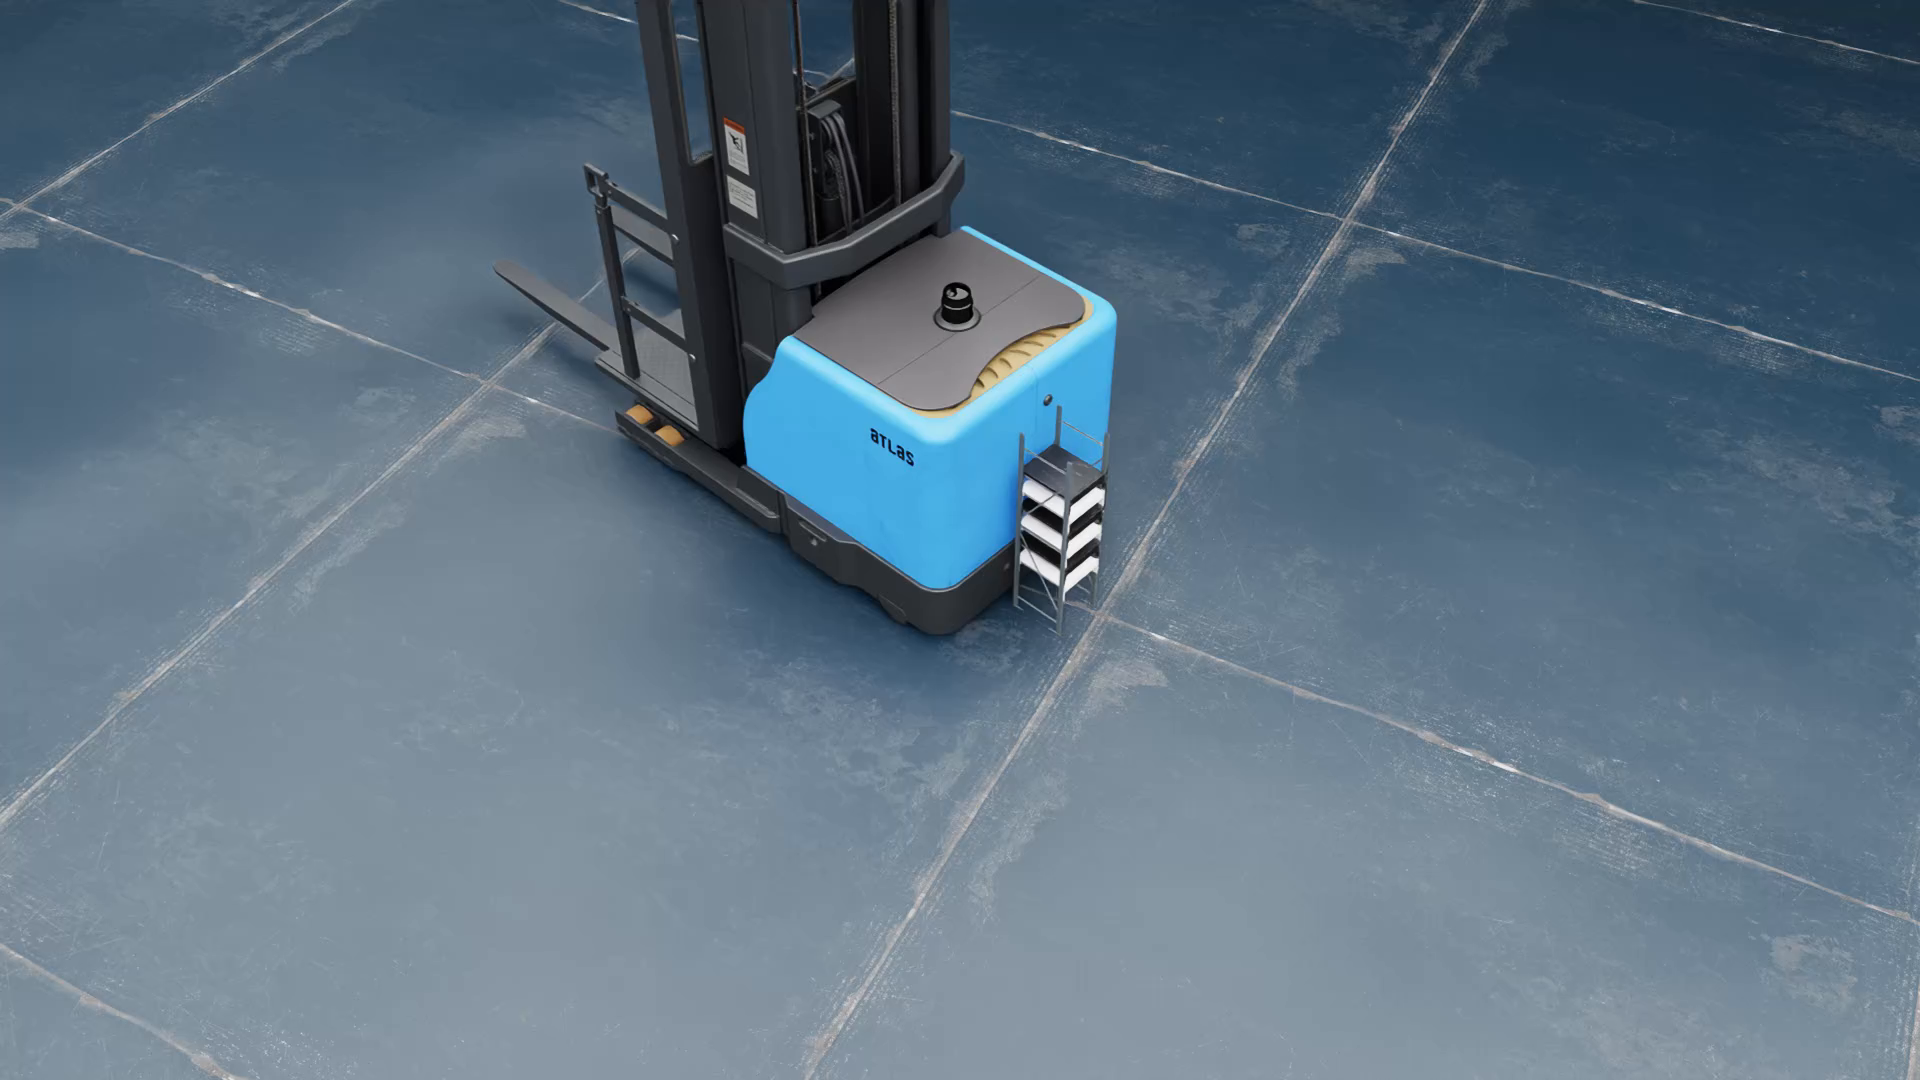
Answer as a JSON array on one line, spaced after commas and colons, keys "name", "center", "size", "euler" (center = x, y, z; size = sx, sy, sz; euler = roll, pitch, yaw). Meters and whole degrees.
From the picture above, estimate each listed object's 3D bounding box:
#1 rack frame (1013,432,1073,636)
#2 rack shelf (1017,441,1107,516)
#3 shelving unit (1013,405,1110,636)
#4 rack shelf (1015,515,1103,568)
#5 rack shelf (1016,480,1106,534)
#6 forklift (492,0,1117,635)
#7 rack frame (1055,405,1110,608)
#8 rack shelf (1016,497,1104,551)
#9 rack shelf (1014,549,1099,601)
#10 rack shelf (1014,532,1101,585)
[{"name": "rack frame", "center": [0.298, -0.005, 6.121], "size": [0.240, 0.900, 0.006], "euler": [33, 54, 28]}, {"name": "rack shelf", "center": [0.368, -0.224, 6.005], "size": [0.258, 0.077, 0.200], "euler": [33, 54, 28]}, {"name": "shelving unit", "center": [0.367, -0.058, 6.174], "size": [0.258, 0.900, 0.210], "euler": [33, 54, 28]}, {"name": "rack shelf", "center": [0.367, -0.035, 6.198], "size": [0.258, 0.077, 0.200], "euler": [33, 54, 28]}, {"name": "rack shelf", "center": [0.367, -0.161, 6.069], "size": [0.258, 0.077, 0.200], "euler": [33, 54, 28]}, {"name": "forklift", "center": [-0.830, -1.593, 6.264], "size": [3.031, 2.935, 1.130], "euler": [33, 54, 29]}, {"name": "rack frame", "center": [0.436, -0.111, 6.226], "size": [0.240, 0.900, 0.006], "euler": [33, 54, 28]}, {"name": "rack shelf", "center": [0.367, -0.098, 6.133], "size": [0.258, 0.077, 0.200], "euler": [33, 54, 28]}, {"name": "rack shelf", "center": [0.366, 0.092, 6.326], "size": [0.258, 0.077, 0.200], "euler": [33, 54, 28]}, {"name": "rack shelf", "center": [0.367, 0.029, 6.262], "size": [0.258, 0.077, 0.200], "euler": [33, 54, 28]}]
